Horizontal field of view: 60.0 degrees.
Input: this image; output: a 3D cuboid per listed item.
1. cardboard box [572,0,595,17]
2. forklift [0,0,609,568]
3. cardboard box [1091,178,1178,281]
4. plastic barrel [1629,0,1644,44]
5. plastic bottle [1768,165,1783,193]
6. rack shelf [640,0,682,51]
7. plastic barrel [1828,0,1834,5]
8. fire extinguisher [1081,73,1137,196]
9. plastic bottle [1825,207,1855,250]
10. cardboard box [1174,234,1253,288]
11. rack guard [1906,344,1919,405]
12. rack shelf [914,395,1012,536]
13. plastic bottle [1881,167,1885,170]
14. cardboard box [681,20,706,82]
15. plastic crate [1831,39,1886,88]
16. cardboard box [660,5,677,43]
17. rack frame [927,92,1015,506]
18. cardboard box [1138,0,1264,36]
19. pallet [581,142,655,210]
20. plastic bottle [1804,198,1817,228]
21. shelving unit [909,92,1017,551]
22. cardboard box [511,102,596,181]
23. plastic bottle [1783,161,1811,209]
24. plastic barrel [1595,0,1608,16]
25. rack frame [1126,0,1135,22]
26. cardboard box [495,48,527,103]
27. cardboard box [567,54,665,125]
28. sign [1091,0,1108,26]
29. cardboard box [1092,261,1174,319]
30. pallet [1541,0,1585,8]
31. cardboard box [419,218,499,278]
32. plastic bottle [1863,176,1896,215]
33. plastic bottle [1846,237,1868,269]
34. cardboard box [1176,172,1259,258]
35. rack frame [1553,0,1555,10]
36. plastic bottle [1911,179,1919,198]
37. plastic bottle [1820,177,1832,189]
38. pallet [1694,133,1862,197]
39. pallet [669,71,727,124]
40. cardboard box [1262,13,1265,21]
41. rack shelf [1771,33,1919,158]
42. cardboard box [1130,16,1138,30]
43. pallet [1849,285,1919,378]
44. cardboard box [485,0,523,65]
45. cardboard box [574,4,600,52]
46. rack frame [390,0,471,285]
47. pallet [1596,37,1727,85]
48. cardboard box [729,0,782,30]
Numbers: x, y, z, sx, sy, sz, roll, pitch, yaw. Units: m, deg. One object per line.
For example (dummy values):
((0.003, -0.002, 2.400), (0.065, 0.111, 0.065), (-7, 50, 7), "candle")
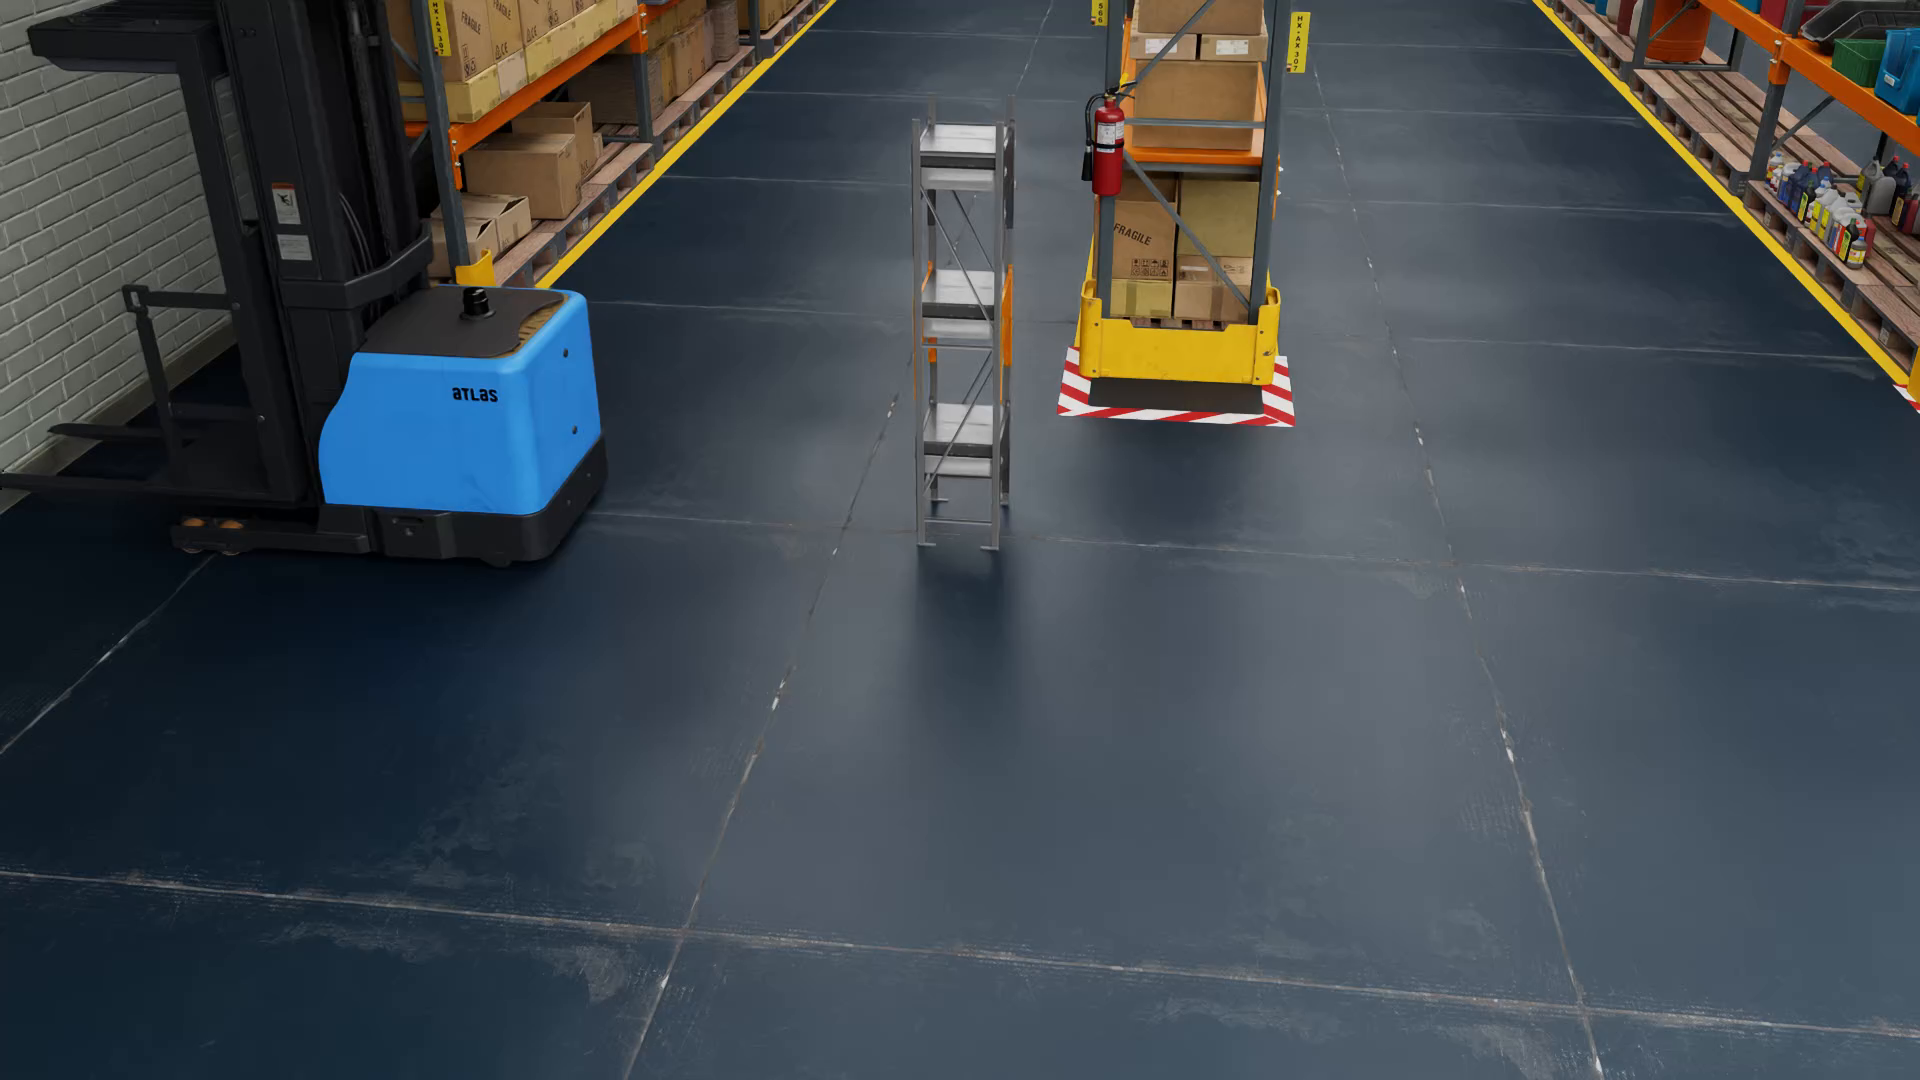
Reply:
((-2.984, -4.101, 12.047), (0.500, 0.500, 0.500), (3, 28, 5), "cardboard box")
((-3.404, -1.458, 7.867), (3.031, 2.935, 1.130), (4, 29, 7), "forklift")
((1.092, -1.946, 10.365), (0.500, 0.500, 0.500), (3, 28, 6), "cardboard box")
((7.240, -5.440, 17.365), (0.421, 0.512, 0.421), (0, 28, 0), "plastic barrel")
((6.240, -2.754, 12.686), (0.097, 0.201, 0.097), (0, 28, 0), "plastic bottle")
((-2.860, -5.165, 15.434), (1.077, 0.370, 4.000), (3, 28, 6), "rack shelf")
((7.062, -4.462, 13.227), (0.433, 0.535, 0.433), (0, 28, 0), "plastic barrel")
((0.846, -2.309, 9.455), (0.296, 0.674, 0.183), (3, 28, 6), "fire extinguisher")
((6.102, -2.149, 11.484), (0.152, 0.276, 0.135), (3, 28, 5), "plastic bottle")
((1.665, -1.821, 10.924), (0.500, 0.250, 0.500), (3, 28, 6), "cardboard box")
((6.199, -1.020, 9.616), (1.175, 0.500, 0.348), (3, 28, 6), "rack guard")
((0.020, -0.374, 8.235), (0.431, 0.518, 0.480), (3, 28, 6), "rack shelf")
((6.992, -2.738, 12.656), (0.097, 0.201, 0.097), (0, 28, 0), "plastic bottle")
((-2.863, -4.704, 15.990), (0.700, 0.500, 0.500), (3, 28, 6), "cardboard box")
((6.280, -3.249, 11.342), (0.450, 0.188, 0.662), (3, 28, 6), "plastic crate")
((-2.921, -4.764, 15.311), (0.500, 0.250, 0.500), (3, 28, 5), "cardboard box")
((0.050, -1.117, 8.110), (0.400, 2.100, 0.015), (3, 28, 6), "rack frame")
((1.398, -3.231, 9.611), (0.700, 0.500, 0.500), (3, 29, 6), "cardboard box")
((-3.153, -2.995, 13.586), (1.003, 0.211, 1.213), (3, 28, 6), "pallet")
((6.135, -2.350, 11.936), (0.097, 0.201, 0.097), (0, 28, 0), "plastic bottle")
((0.020, -1.002, 7.897), (0.431, 2.100, 0.503), (3, 28, 6), "shelving unit")
((-3.193, -3.143, 13.093), (0.500, 0.500, 0.500), (1, 28, 2), "cardboard box")
((6.216, -2.637, 12.310), (0.144, 0.351, 0.185), (4, 29, 8), "plastic bottle")
((7.537, -6.403, 18.743), (0.600, 0.901, 0.708), (3, 28, 6), "plastic barrel")
((1.811, -4.255, 12.985), (1.000, 3.000, 0.127), (3, 28, 6), "rack frame")
((-3.171, -3.057, 10.899), (0.500, 0.250, 0.500), (2, 28, 5), "cardboard box")
((-3.032, -3.981, 14.649), (0.700, 0.500, 0.500), (4, 29, 8), "cardboard box")
((0.784, -3.024, 9.230), (0.100, 0.325, 0.005), (3, 28, 6), "sign")
((1.094, -1.616, 10.543), (0.500, 0.250, 0.500), (3, 28, 6), "cardboard box")
((7.759, -6.851, 20.745), (1.003, 0.211, 1.213), (3, 28, 6), "pallet")
((-3.422, -1.988, 11.149), (0.500, 0.311, 0.500), (0, 28, 0), "cardboard box")
((6.760, -2.546, 12.221), (0.152, 0.276, 0.135), (3, 28, 6), "plastic bottle")
((6.027, -1.934, 11.163), (0.097, 0.201, 0.097), (0, 28, 0), "plastic bottle")
((1.667, -2.151, 10.746), (0.500, 0.500, 0.500), (3, 28, 6), "cardboard box")
((7.707, -7.731, 19.437), (1.000, 3.000, 0.127), (3, 28, 6), "rack frame")
((6.871, -2.430, 11.927), (0.144, 0.351, 0.185), (3, 28, 6), "plastic bottle")
((6.318, -2.526, 12.190), (0.097, 0.271, 0.097), (0, 28, 0), "plastic bottle")
((6.785, -3.109, 13.799), (1.003, 0.211, 1.213), (3, 28, 6), "pallet")
((-2.865, -4.256, 15.926), (1.003, 0.211, 1.213), (3, 28, 6), "pallet")
((1.645, -3.115, 10.080), (0.380, 0.149, 0.250), (3, 29, 6), "cardboard box")
((6.482, -2.707, 10.870), (1.077, 0.370, 4.000), (3, 28, 6), "rack shelf")
((1.210, -3.015, 9.895), (0.380, 0.149, 0.250), (4, 29, 7), "cardboard box")
((6.304, -1.275, 10.394), (1.003, 0.211, 1.213), (3, 28, 6), "pallet")
((-3.168, -3.370, 10.689), (0.500, 0.500, 0.500), (3, 29, 6), "cardboard box")
((-2.978, -3.771, 12.224), (0.500, 0.250, 0.500), (3, 28, 6), "cardboard box")
((-3.596, -2.658, 10.021), (1.000, 3.000, 0.127), (3, 28, 6), "rack frame")
((7.272, -4.994, 17.297), (1.003, 0.211, 1.213), (3, 28, 6), "pallet")
((-2.395, -6.001, 18.049), (0.750, 0.750, 0.750), (3, 28, 6), "cardboard box")
